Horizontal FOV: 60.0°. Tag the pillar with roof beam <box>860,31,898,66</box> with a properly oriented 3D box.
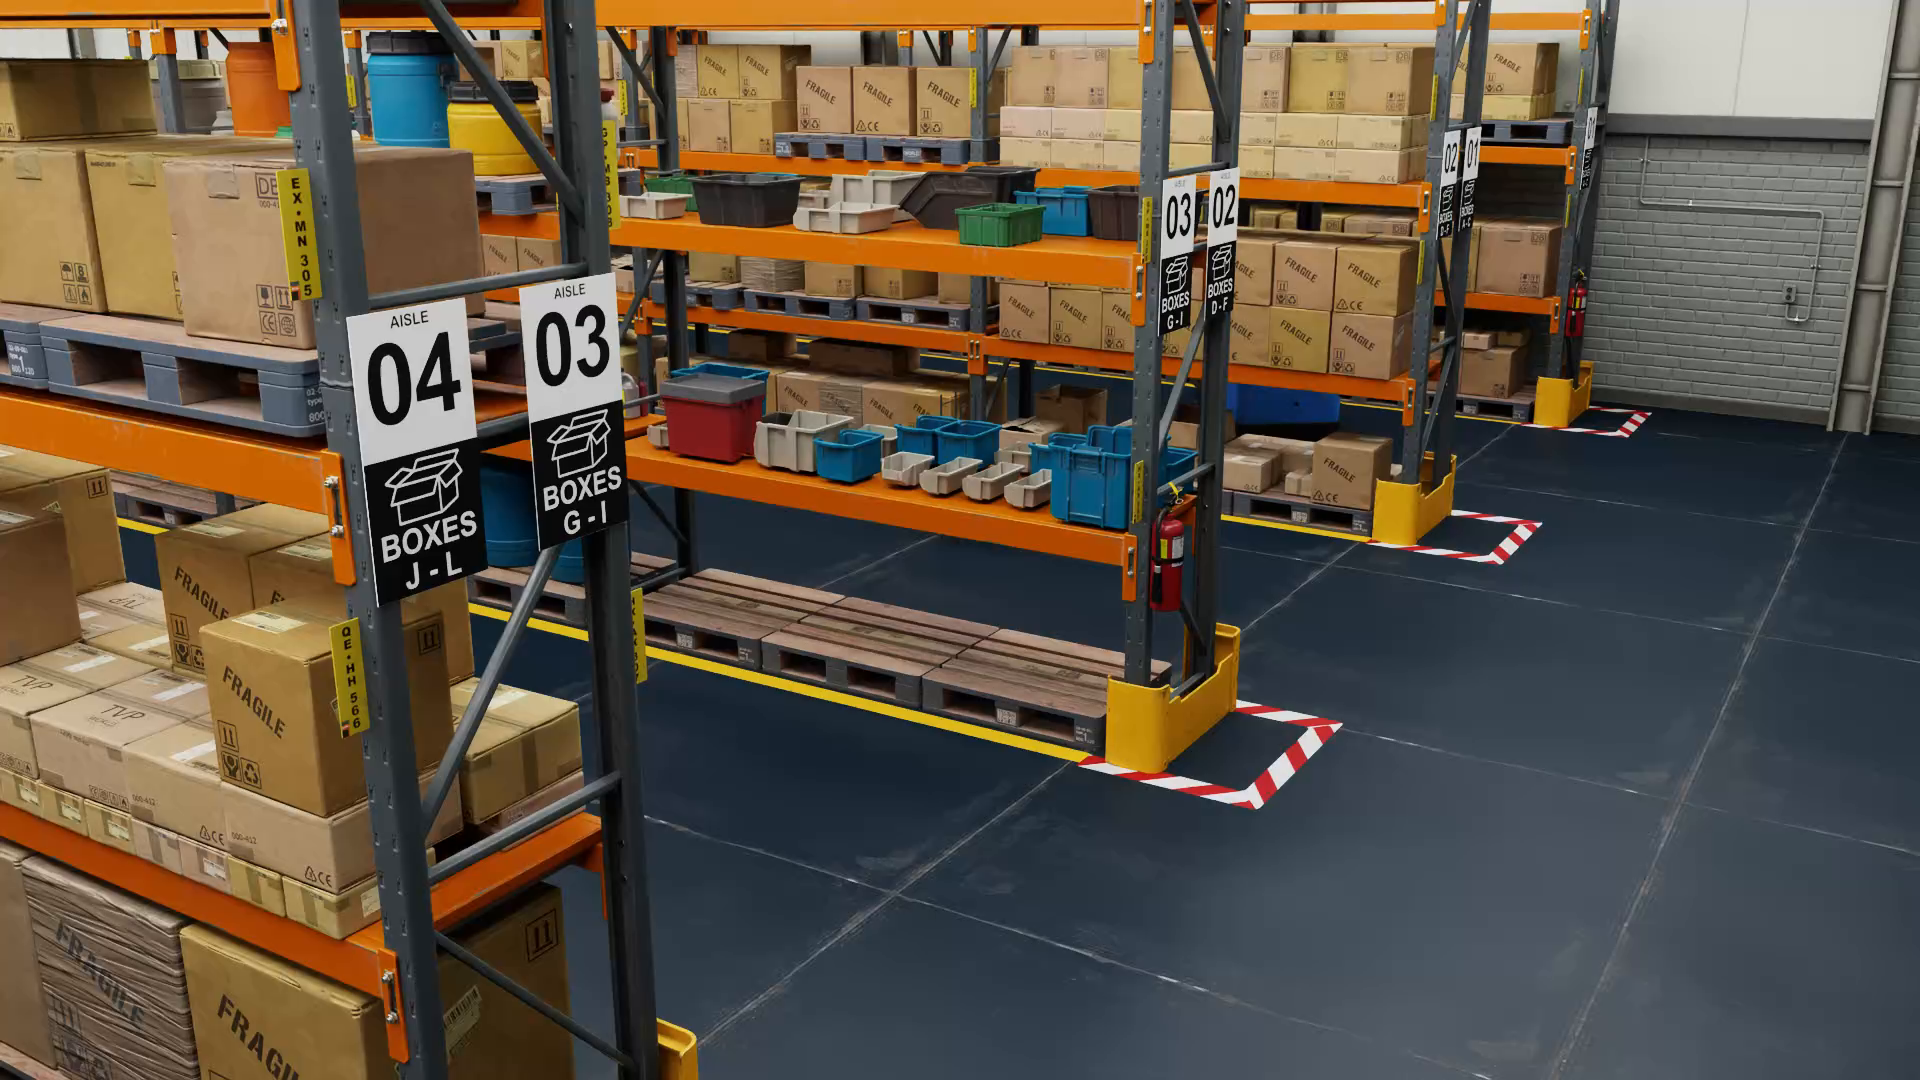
[{"bbox_3d":[-3.326,-6.199,18.305,0.400,9.000,9.100,10,20,30],"label":"pillar with roof beam"}]

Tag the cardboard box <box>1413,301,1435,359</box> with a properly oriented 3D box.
[{"bbox_3d":[3.570,-1.719,13.707,0.500,0.500,0.500,11,20,31],"label":"cardboard box"}]

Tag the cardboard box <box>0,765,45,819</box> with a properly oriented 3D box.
[{"bbox_3d":[-3.156,0.830,5.921,0.250,0.149,0.380,11,20,31],"label":"cardboard box"}]

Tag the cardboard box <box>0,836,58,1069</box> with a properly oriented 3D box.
[{"bbox_3d":[-3.499,1.379,6.613,0.875,0.875,0.875,10,20,30],"label":"cardboard box"}]

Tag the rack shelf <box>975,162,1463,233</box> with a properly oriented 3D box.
[{"bbox_3d":[2.106,-2.933,13.954,4.000,0.370,1.077,10,20,30],"label":"rack shelf"}]

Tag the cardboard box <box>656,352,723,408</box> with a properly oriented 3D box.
[{"bbox_3d":[-2.769,-1.629,17.128,0.500,0.500,0.500,11,20,32],"label":"cardboard box"}]

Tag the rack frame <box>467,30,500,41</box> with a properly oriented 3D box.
[{"bbox_3d":[-7.235,-8.070,24.465,0.127,3.000,1.000,10,20,30],"label":"rack frame"}]

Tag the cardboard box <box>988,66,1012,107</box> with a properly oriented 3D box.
[{"bbox_3d":[0.504,-5.549,20.398,0.500,0.500,0.700,9,19,27],"label":"cardboard box"}]

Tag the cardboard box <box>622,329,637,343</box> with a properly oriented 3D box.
[{"bbox_3d":[-3.752,-2.139,18.305,0.500,0.311,0.500,10,19,29],"label":"cardboard box"}]

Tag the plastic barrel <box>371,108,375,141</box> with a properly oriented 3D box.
[{"bbox_3d":[-4.013,-2.998,11.971,0.433,0.535,0.433,0,17,0],"label":"plastic barrel"}]

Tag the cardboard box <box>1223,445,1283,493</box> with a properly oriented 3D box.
[{"bbox_3d":[2.424,-0.607,14.191,0.500,0.250,0.500,10,20,30],"label":"cardboard box"}]

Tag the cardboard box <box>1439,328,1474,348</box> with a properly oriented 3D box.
[{"bbox_3d":[5.327,-2.176,17.845,0.250,0.149,0.380,11,20,32],"label":"cardboard box"}]

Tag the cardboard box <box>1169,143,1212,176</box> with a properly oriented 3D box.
[{"bbox_3d":[1.963,-3.146,13.675,0.500,0.250,0.500,10,20,30],"label":"cardboard box"}]

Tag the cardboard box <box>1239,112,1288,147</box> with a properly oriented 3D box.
[{"bbox_3d":[2.388,-3.309,13.350,0.500,0.250,0.500,10,20,30],"label":"cardboard box"}]

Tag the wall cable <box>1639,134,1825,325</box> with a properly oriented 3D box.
[{"bbox_3d":[7.985,-3.291,17.307,1.851,1.984,0.084,10,20,30],"label":"wall cable"}]

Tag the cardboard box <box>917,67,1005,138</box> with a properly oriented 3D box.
[{"bbox_3d":[0.011,-3.973,15.073,0.600,0.600,0.600,8,19,25],"label":"cardboard box"}]

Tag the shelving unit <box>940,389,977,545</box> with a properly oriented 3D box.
[{"bbox_3d":[-0.012,-0.576,13.214,0.189,1.200,0.258,10,20,30],"label":"shelving unit"}]

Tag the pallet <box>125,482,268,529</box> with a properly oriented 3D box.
[{"bbox_3d":[-6.242,-0.322,14.078,1.213,0.211,1.003,10,20,30],"label":"pallet"}]

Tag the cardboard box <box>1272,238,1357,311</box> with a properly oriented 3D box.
[{"bbox_3d":[2.856,-2.141,13.375,0.500,0.500,0.500,11,20,32],"label":"cardboard box"}]

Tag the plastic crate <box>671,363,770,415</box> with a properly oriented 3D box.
[{"bbox_3d":[-1.618,-0.955,11.288,0.575,0.384,0.392,10,20,30],"label":"plastic crate"}]

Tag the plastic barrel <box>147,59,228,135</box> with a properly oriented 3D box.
[{"bbox_3d":[-6.189,-3.383,13.332,0.600,0.901,0.600,0,17,0],"label":"plastic barrel"}]

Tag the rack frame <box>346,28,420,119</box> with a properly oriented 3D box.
[{"bbox_3d":[-6.416,-6.234,18.421,0.127,3.000,1.000,10,20,30],"label":"rack frame"}]

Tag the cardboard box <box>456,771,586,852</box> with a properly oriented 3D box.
[{"bbox_3d":[-1.508,0.899,5.692,0.250,0.149,0.380,10,20,31],"label":"cardboard box"}]

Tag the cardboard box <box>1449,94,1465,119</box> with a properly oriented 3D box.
[{"bbox_3d":[5.192,-4.502,17.245,0.500,0.250,0.500,9,19,28],"label":"cardboard box"}]

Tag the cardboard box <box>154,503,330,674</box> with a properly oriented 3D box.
[{"bbox_3d":[-2.516,0.192,6.044,0.500,0.500,0.500,10,19,29],"label":"cardboard box"}]

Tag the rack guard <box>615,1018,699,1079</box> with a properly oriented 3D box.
[{"bbox_3d":[-1.357,2.114,5.560,0.348,0.500,1.175,10,20,30],"label":"rack guard"}]

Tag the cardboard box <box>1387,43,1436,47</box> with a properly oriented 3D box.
[{"bbox_3d":[4.763,-4.936,17.384,0.500,0.500,0.500,9,19,28],"label":"cardboard box"}]

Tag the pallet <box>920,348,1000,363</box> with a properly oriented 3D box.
[{"bbox_3d":[0.215,-2.510,21.280,1.213,0.211,1.003,10,20,30],"label":"pallet"}]

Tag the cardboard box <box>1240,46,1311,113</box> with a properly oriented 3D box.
[{"bbox_3d":[2.500,-3.720,13.414,0.500,0.500,0.700,10,20,30],"label":"cardboard box"}]

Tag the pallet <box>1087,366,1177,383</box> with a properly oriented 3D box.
[{"bbox_3d":[2.294,-2.138,20.058,1.213,0.211,1.003,10,20,30],"label":"pallet"}]

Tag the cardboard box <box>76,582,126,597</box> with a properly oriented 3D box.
[{"bbox_3d":[-3.830,0.316,6.926,0.500,0.250,0.500,11,20,32],"label":"cardboard box"}]

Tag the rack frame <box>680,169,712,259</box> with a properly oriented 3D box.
[{"bbox_3d":[-3.826,-4.591,23.334,0.127,3.000,1.000,10,20,30],"label":"rack frame"}]

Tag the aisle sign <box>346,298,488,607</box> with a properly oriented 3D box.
[{"bbox_3d":[-1.473,-0.244,4.550,0.004,0.787,0.394,10,20,30],"label":"aisle sign"}]

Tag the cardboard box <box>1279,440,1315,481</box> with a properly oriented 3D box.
[{"bbox_3d":[3.069,-0.662,14.374,0.500,0.250,0.500,10,20,30],"label":"cardboard box"}]

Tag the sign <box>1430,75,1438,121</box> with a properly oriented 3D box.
[{"bbox_3d":[3.502,-3.263,12.277,0.005,0.325,0.100,10,20,30],"label":"sign"}]

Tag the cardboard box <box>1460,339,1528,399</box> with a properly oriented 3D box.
[{"bbox_3d":[5.750,-1.852,17.896,0.500,0.500,0.700,10,20,30],"label":"cardboard box"}]

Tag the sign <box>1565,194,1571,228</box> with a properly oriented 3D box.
[{"bbox_3d":[6.103,-3.301,16.686,0.005,0.325,0.100,10,20,30],"label":"sign"}]

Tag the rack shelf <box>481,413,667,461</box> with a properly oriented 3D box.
[{"bbox_3d":[-3.898,-0.880,12.356,4.000,0.370,1.077,10,20,30],"label":"rack shelf"}]

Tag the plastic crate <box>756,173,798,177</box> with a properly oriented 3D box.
[{"bbox_3d":[-1.251,-2.216,10.643,0.300,0.233,0.416,10,20,30],"label":"plastic crate"}]

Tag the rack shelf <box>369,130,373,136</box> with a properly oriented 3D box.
[{"bbox_3d":[-8.120,-4.759,19.963,4.000,0.370,1.077,10,20,30],"label":"rack shelf"}]

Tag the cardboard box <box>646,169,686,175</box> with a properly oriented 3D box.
[{"bbox_3d":[-4.118,-5.011,23.649,0.500,0.500,0.500,10,19,29],"label":"cardboard box"}]

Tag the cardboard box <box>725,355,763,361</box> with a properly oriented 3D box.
[{"bbox_3d":[-2.087,-1.685,17.312,0.500,0.500,0.500,11,20,32],"label":"cardboard box"}]

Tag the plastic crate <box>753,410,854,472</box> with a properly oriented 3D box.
[{"bbox_3d":[-0.989,-0.614,10.344,0.530,0.282,0.437,10,20,30],"label":"plastic crate"}]

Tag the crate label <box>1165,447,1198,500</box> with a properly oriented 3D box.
[{"bbox_3d":[1.176,-0.380,9.655,0.303,0.233,0.416,10,20,30],"label":"crate label"}]

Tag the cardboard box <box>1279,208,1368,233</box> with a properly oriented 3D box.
[{"bbox_3d":[4.063,-3.319,18.629,0.700,0.700,0.980,10,19,29],"label":"cardboard box"}]

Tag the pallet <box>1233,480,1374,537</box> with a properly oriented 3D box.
[{"bbox_3d":[3.065,-0.336,14.126,1.213,0.211,1.003,10,20,30],"label":"pallet"}]

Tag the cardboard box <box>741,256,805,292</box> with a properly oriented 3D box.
[{"bbox_3d":[-1.732,-2.749,16.377,0.500,0.500,0.700,15,22,40],"label":"cardboard box"}]

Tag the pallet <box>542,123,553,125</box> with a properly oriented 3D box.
[{"bbox_3d":[-4.587,-4.350,17.706,1.213,0.211,1.003,11,20,33],"label":"pallet"}]

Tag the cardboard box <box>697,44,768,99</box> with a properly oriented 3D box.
[{"bbox_3d":[-2.204,-4.571,16.215,0.500,0.500,0.500,10,20,30],"label":"cardboard box"}]

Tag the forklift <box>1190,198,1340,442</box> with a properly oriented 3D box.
[{"bbox_3d":[3.051,-2.669,17.124,1.130,2.935,3.031,-1,17,-5],"label":"forklift"}]

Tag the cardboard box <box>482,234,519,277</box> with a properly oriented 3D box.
[{"bbox_3d":[-4.894,-3.134,18.366,0.500,0.500,0.500,10,20,30],"label":"cardboard box"}]

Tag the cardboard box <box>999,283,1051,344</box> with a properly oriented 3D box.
[{"bbox_3d":[0.693,-2.049,14.795,0.500,0.500,0.500,11,20,31],"label":"cardboard box"}]
